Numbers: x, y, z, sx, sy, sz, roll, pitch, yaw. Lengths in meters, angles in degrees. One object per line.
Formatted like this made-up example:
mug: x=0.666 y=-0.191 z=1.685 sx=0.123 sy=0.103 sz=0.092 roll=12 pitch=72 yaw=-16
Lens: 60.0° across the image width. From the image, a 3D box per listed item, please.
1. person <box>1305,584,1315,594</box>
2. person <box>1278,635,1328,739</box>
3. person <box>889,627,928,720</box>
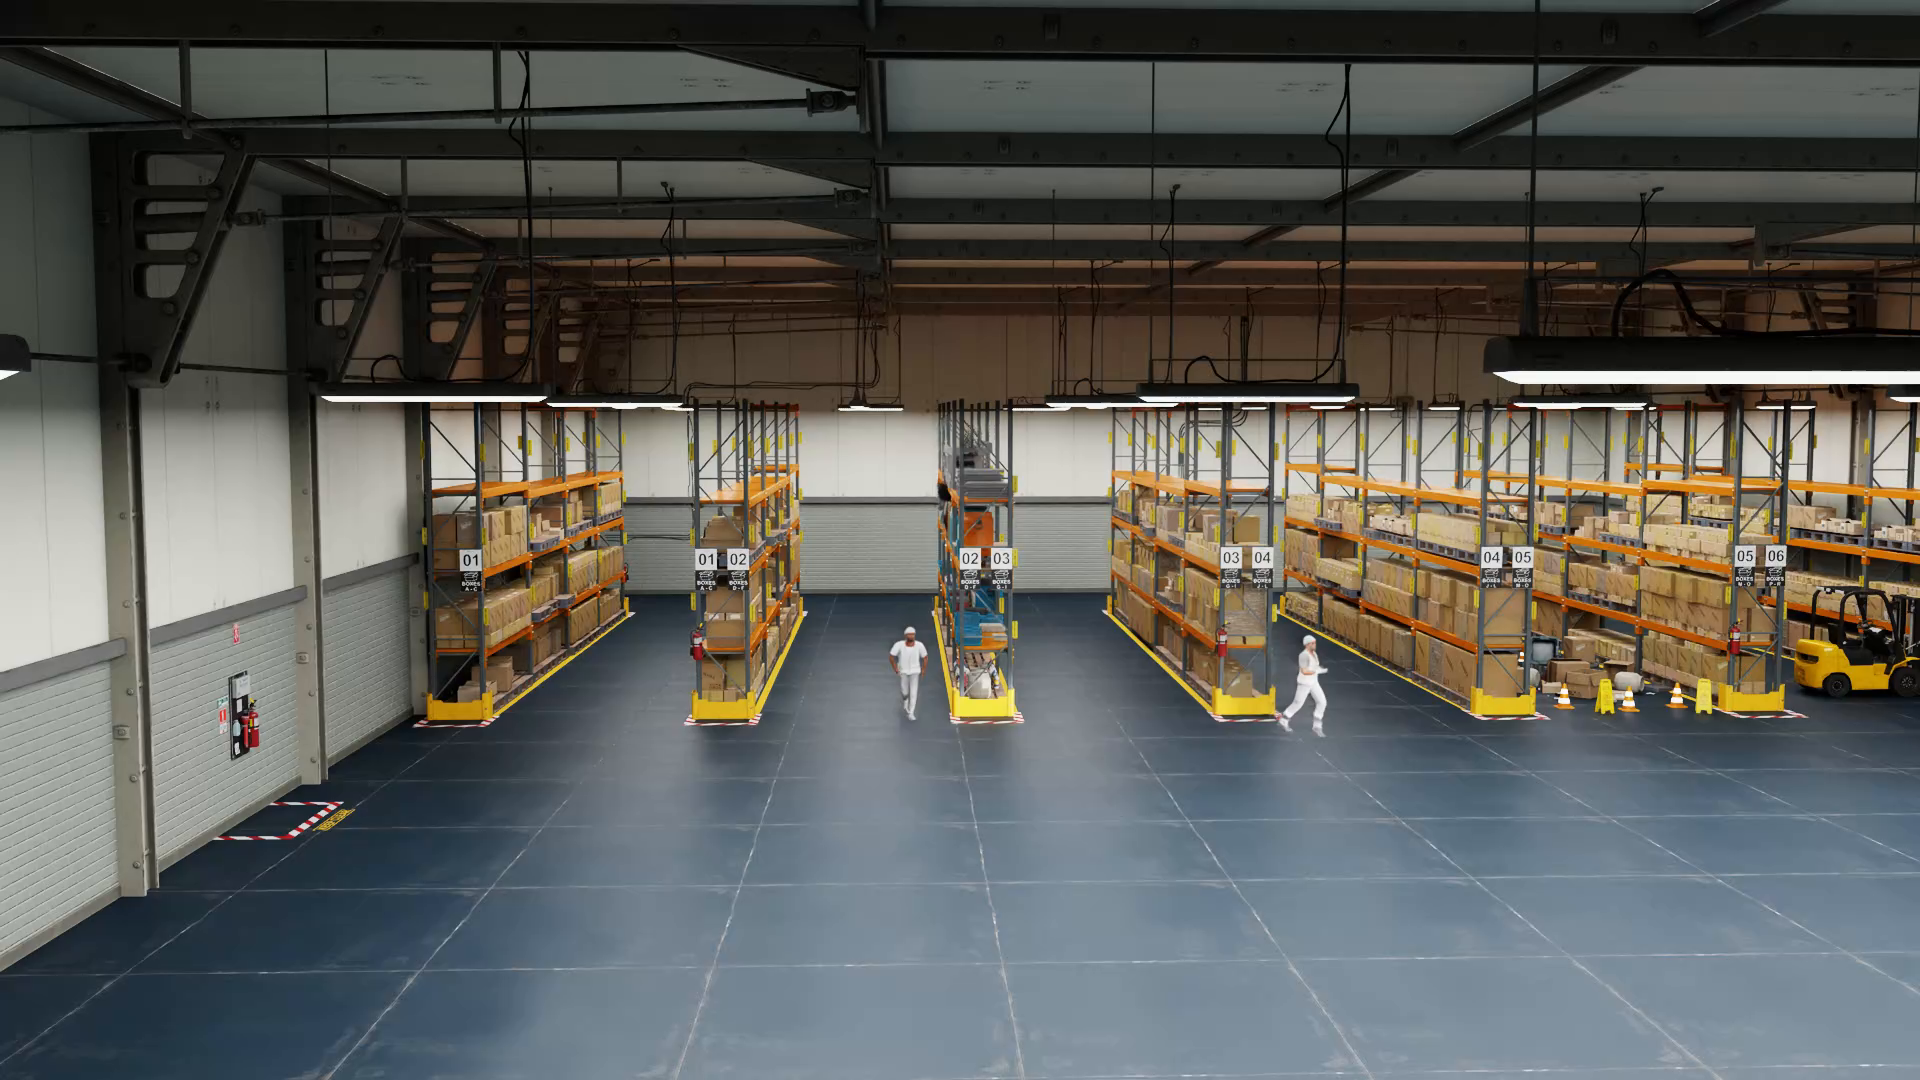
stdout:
person: x=10.424 y=1.218 z=48.873 sx=0.875 sy=1.691 sz=0.606 roll=-1 pitch=4 yaw=-13
person: x=6.138 y=2.592 z=29.509 sx=0.924 sy=1.833 sz=0.674 roll=4 pitch=6 yaw=41
person: x=-0.956 y=2.496 z=31.273 sx=0.734 sy=1.731 sz=0.551 roll=0 pitch=4 yaw=-5
